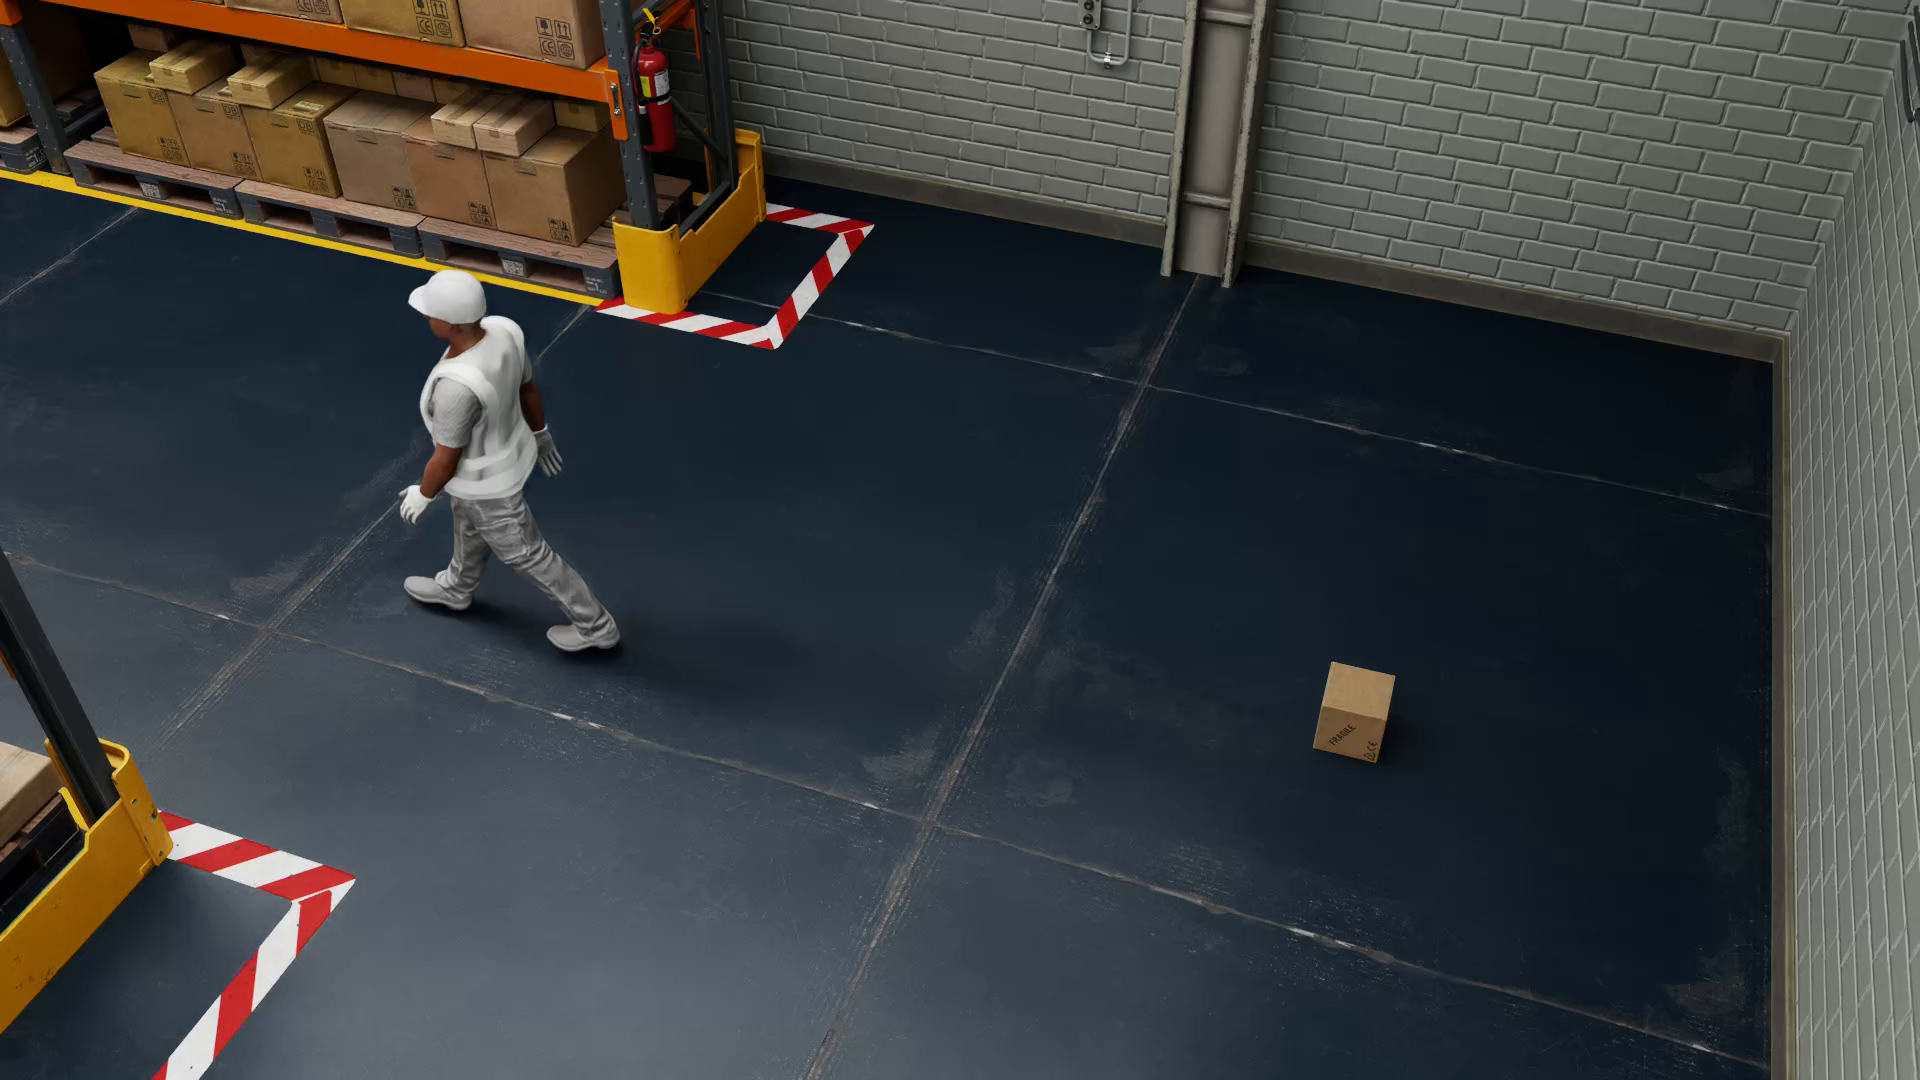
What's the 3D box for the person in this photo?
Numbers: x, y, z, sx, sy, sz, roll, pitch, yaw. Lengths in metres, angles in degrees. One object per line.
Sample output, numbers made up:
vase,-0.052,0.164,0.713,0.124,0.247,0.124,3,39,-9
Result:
person,-1.903,-0.289,6.469,1.012,1.739,0.586,5,41,5
